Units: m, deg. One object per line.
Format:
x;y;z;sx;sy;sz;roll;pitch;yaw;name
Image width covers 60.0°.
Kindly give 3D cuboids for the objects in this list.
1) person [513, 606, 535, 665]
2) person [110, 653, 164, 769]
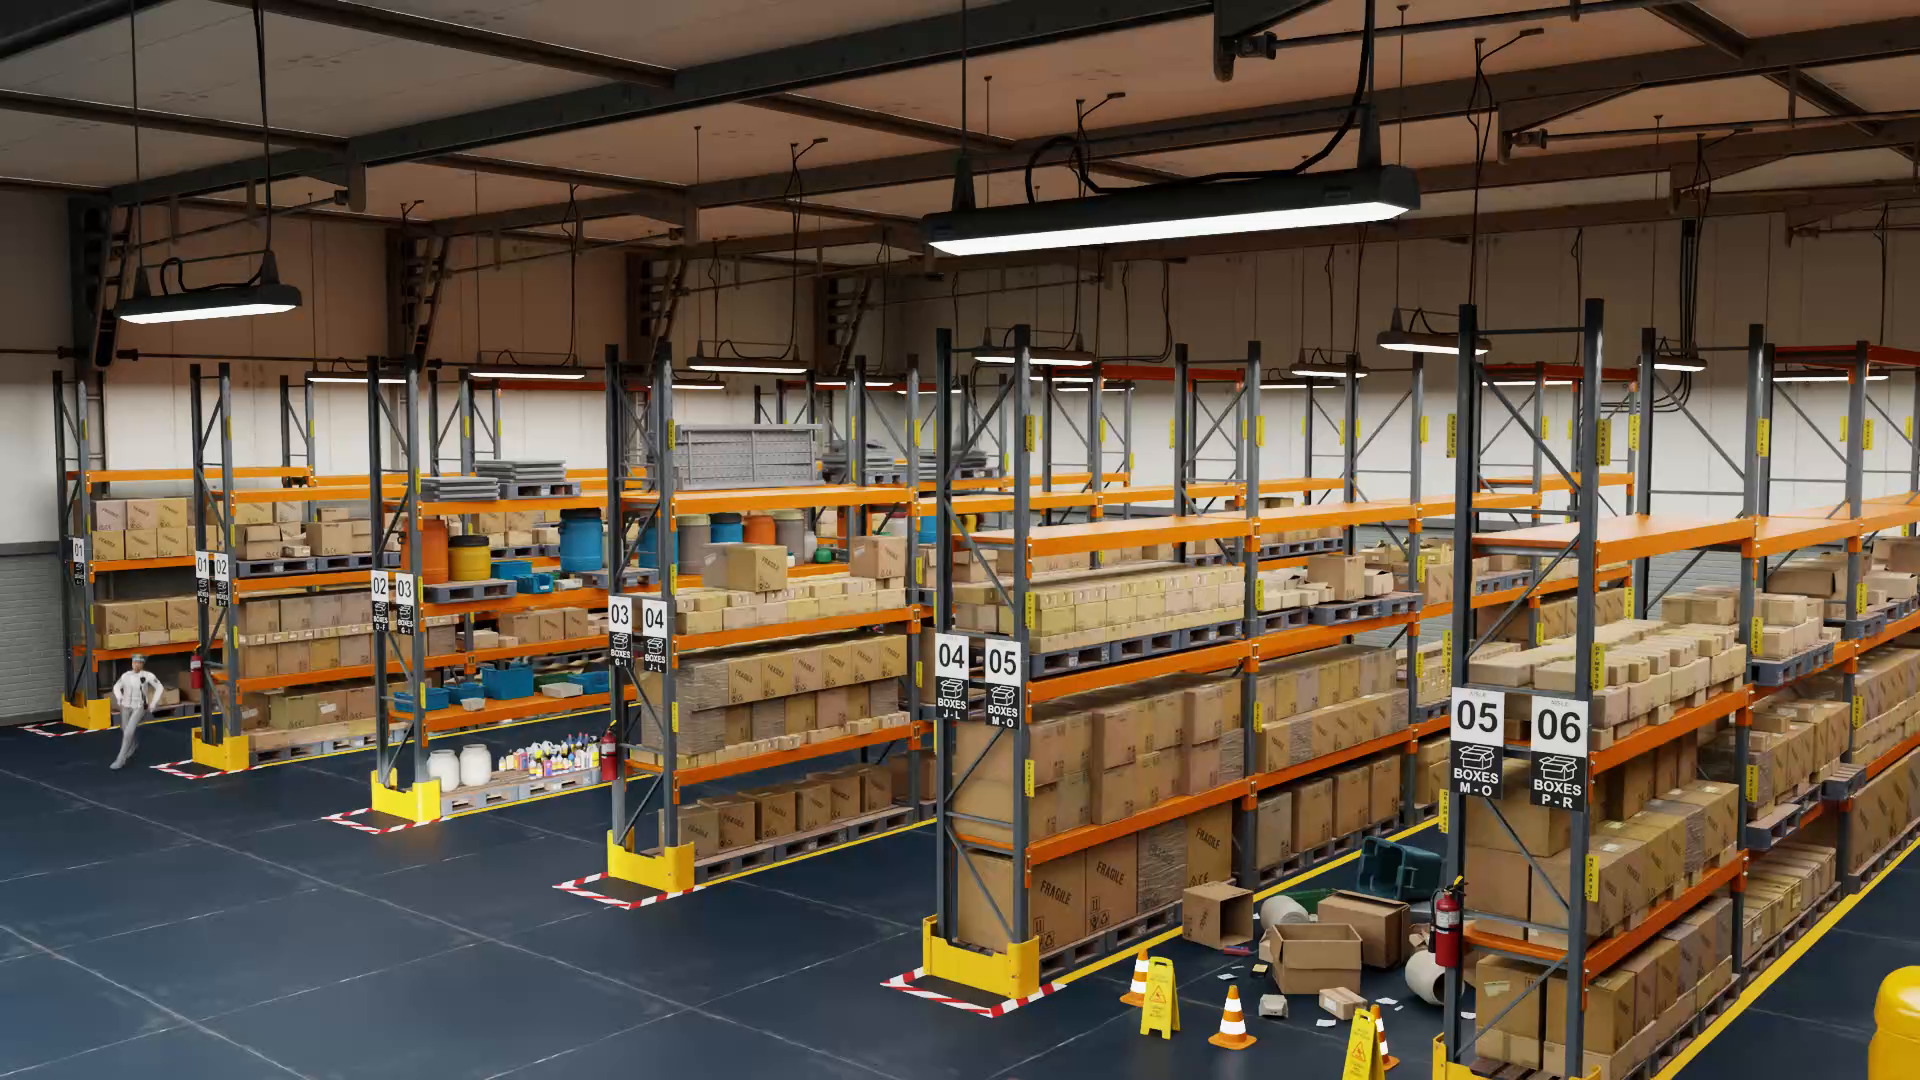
-8.198;2.029;31.576;0.730;1.726;0.594;3;5;36;person
-12.362;2.528;24.924;0.675;1.654;0.924;0;4;-1;person
